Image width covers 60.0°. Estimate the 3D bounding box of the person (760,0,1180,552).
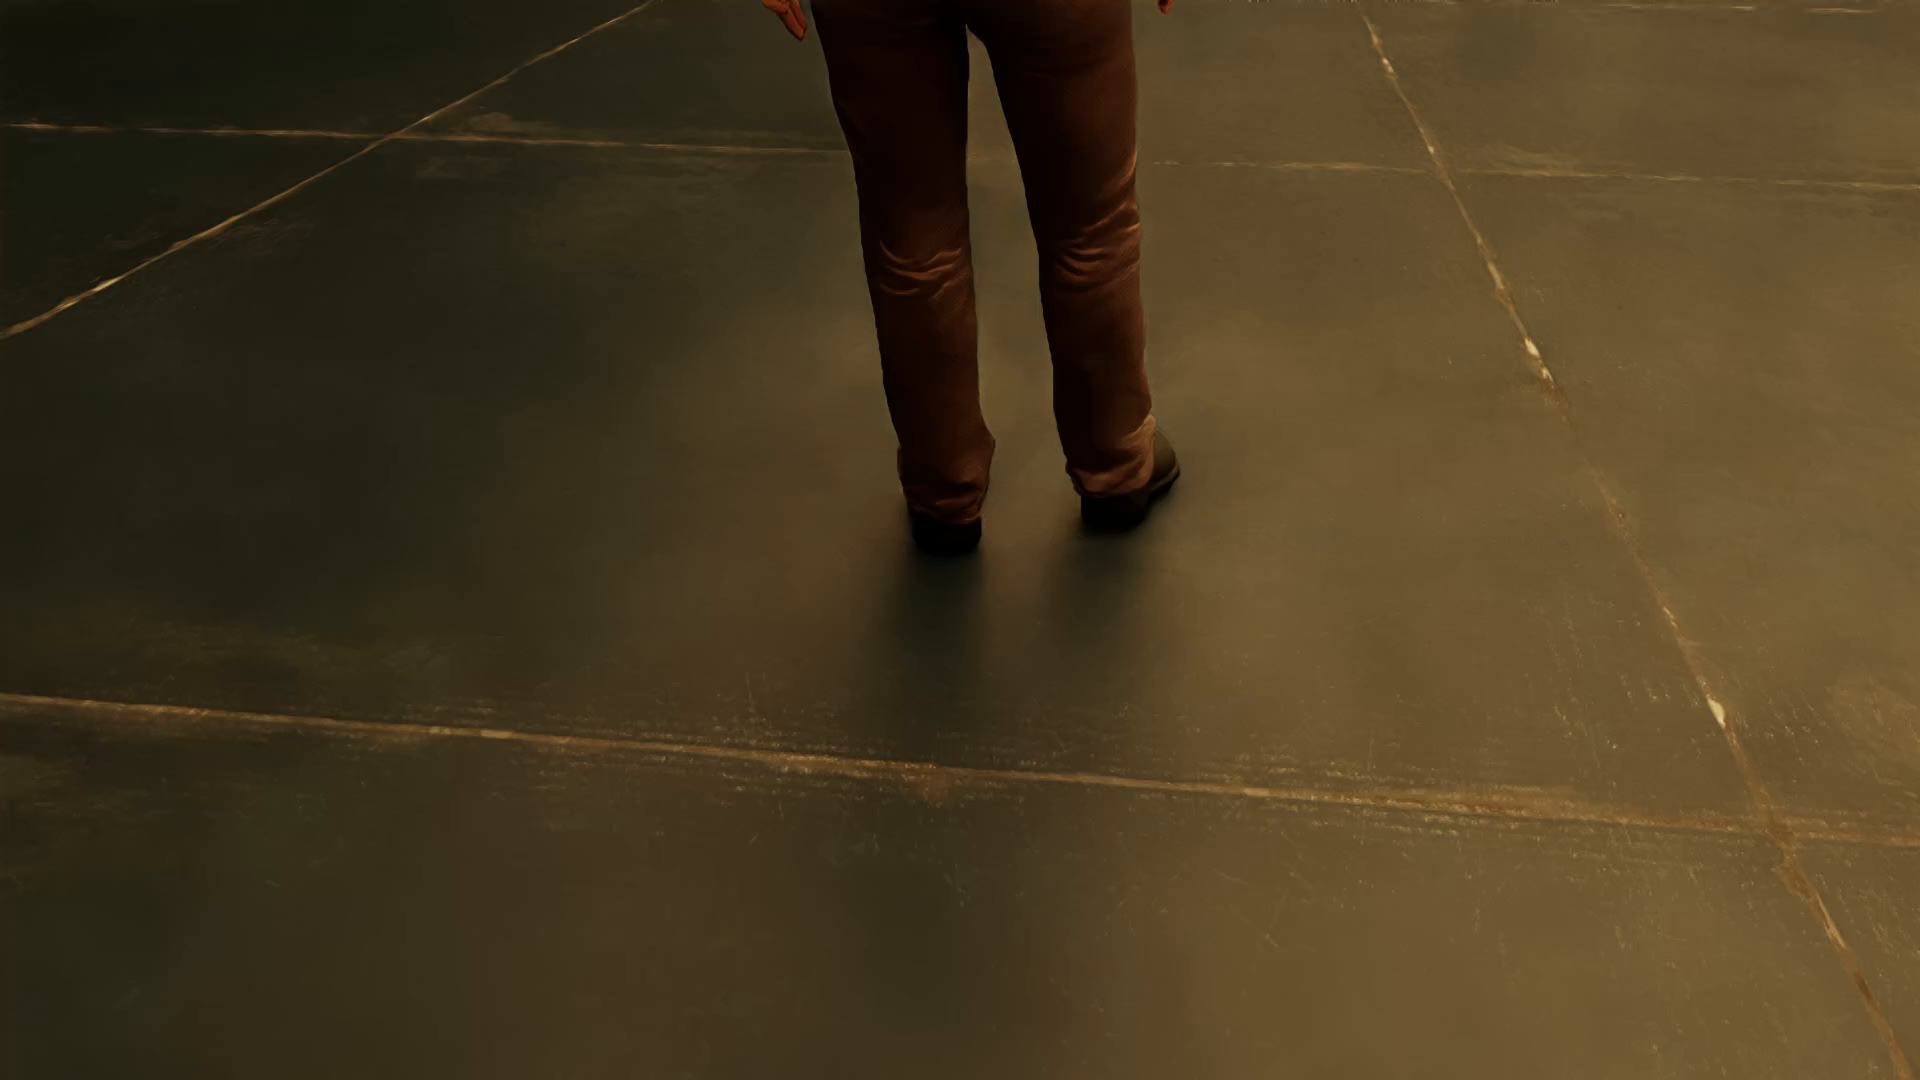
[{"bbox_3d":[0.016,-0.804,2.167,0.632,1.720,0.567,3,27,7],"label":"person"}]
